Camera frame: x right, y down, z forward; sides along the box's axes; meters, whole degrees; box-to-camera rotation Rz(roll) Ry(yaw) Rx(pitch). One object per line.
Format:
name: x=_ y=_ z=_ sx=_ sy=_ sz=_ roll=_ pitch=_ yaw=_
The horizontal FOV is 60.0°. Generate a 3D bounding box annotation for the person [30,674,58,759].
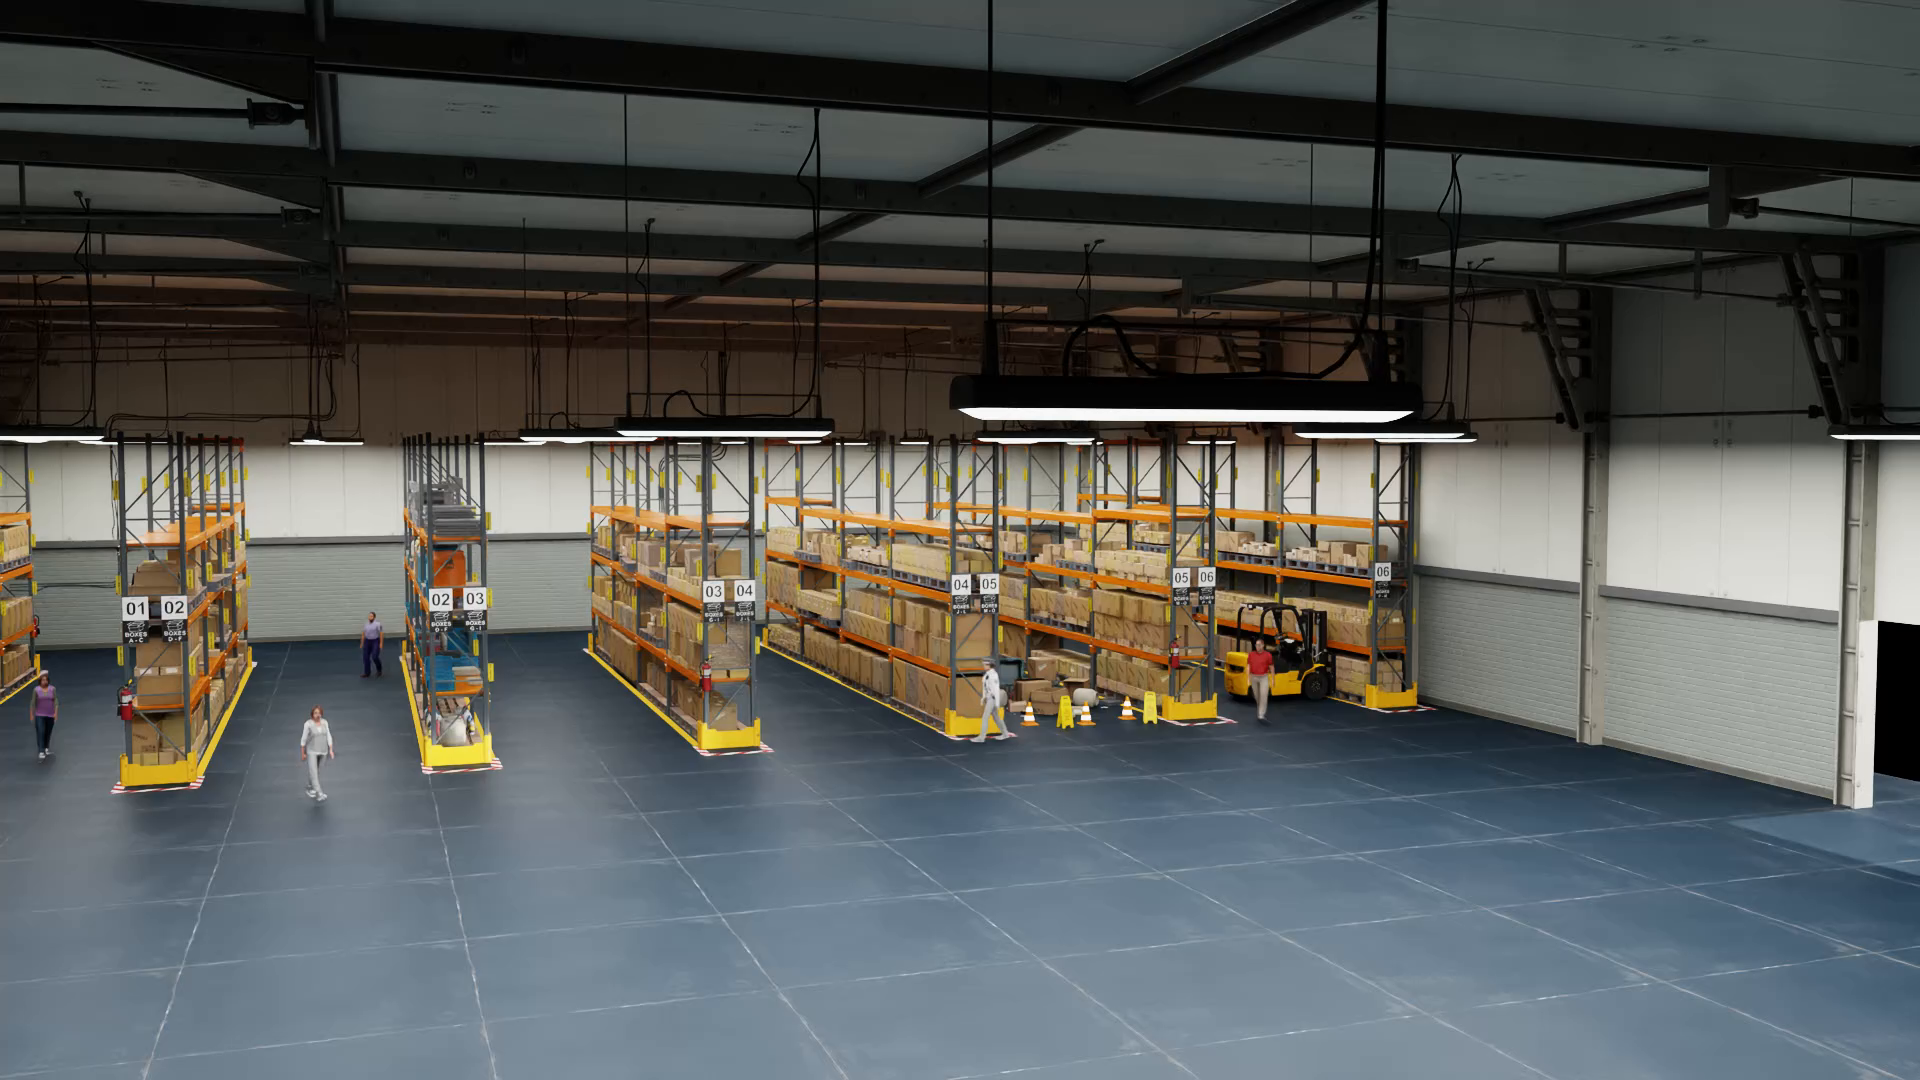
person: x=-16.837 y=3.230 z=30.583 sx=0.437 sy=1.543 sz=0.969 roll=-3 pitch=4 yaw=-43

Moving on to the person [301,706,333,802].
person: x=-10.362 y=3.439 z=26.854 sx=1.016 sy=1.536 sz=0.438 roll=3 pitch=4 yaw=40

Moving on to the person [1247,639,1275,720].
person: x=6.245 y=2.928 z=34.782 sx=0.581 sy=1.685 sz=1.004 roll=2 pitch=4 yaw=31

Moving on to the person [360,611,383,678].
person: x=-14.653 y=2.600 z=41.434 sx=0.561 sy=1.647 sz=0.496 roll=1 pitch=3 yaw=12

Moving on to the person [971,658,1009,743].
person: x=0.575 y=3.105 z=32.396 sx=0.837 sy=1.623 sz=0.517 roll=-1 pitch=3 yaw=-13
